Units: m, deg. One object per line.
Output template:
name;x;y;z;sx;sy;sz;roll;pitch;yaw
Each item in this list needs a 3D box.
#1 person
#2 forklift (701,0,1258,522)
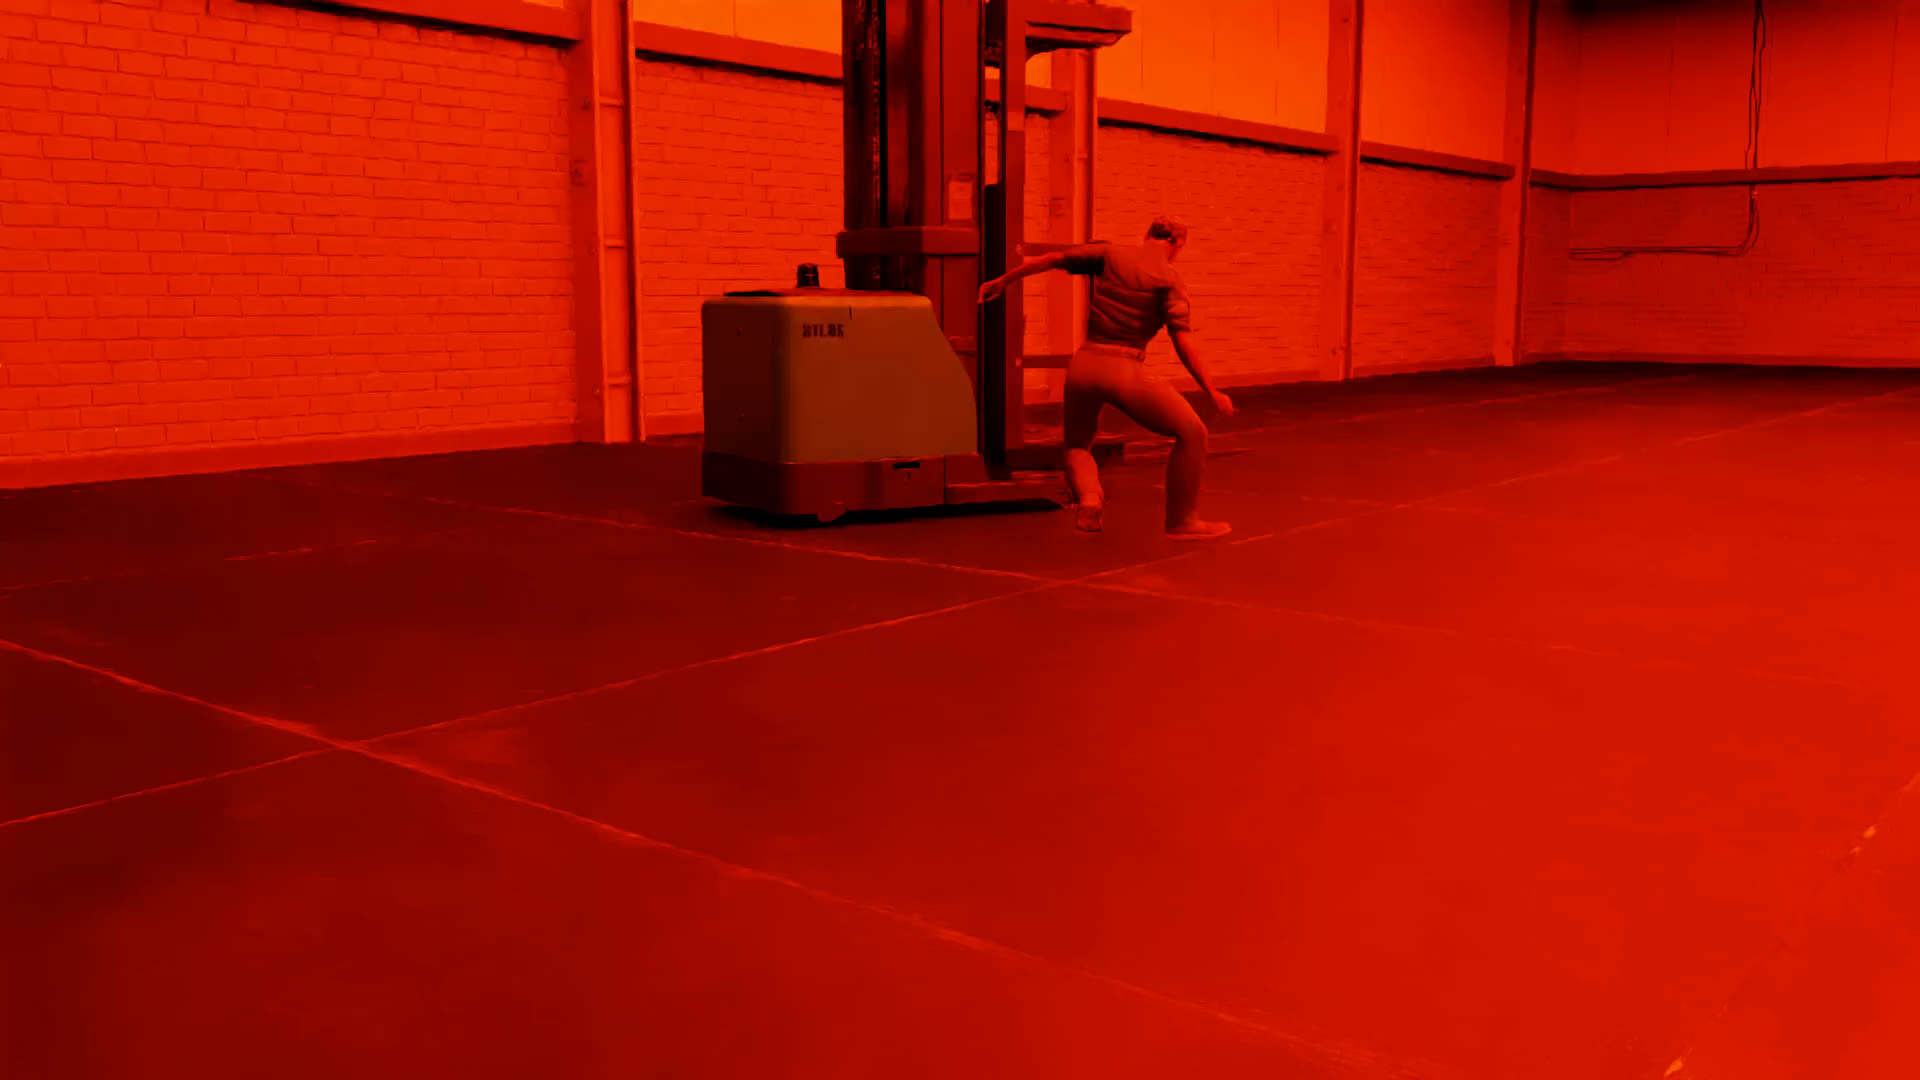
person;0.649;-0.705;7.270;1.096;1.423;0.693;6;10;36
forklift;0.208;-1.669;8.685;3.031;2.935;1.130;-5;10;-31
